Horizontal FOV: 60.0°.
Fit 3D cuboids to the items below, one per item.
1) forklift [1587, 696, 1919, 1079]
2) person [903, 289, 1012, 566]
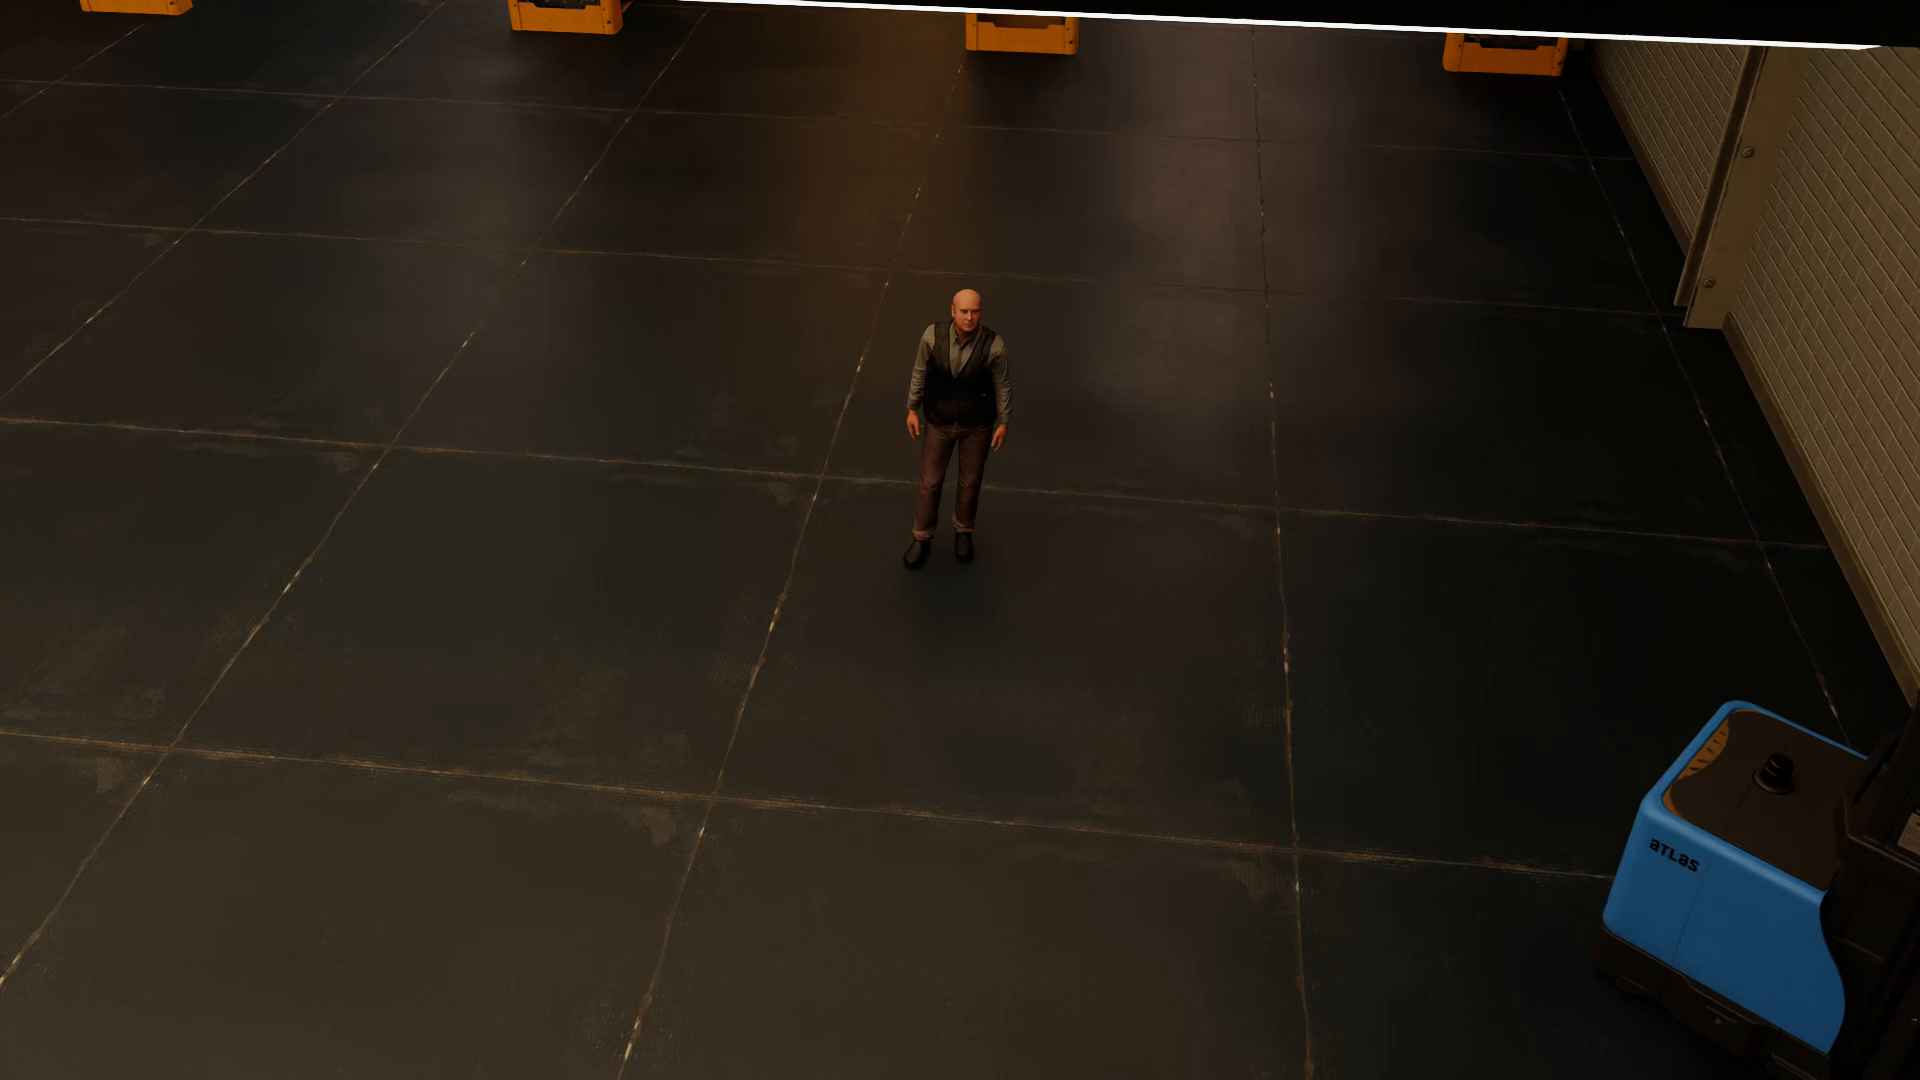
[{"bbox_3d":[4.346,1.209,6.390,3.031,2.935,1.130,29,45,33],"label":"forklift"},{"bbox_3d":[-0.017,-0.658,9.930,0.632,1.720,0.552,4,37,6],"label":"person"}]
